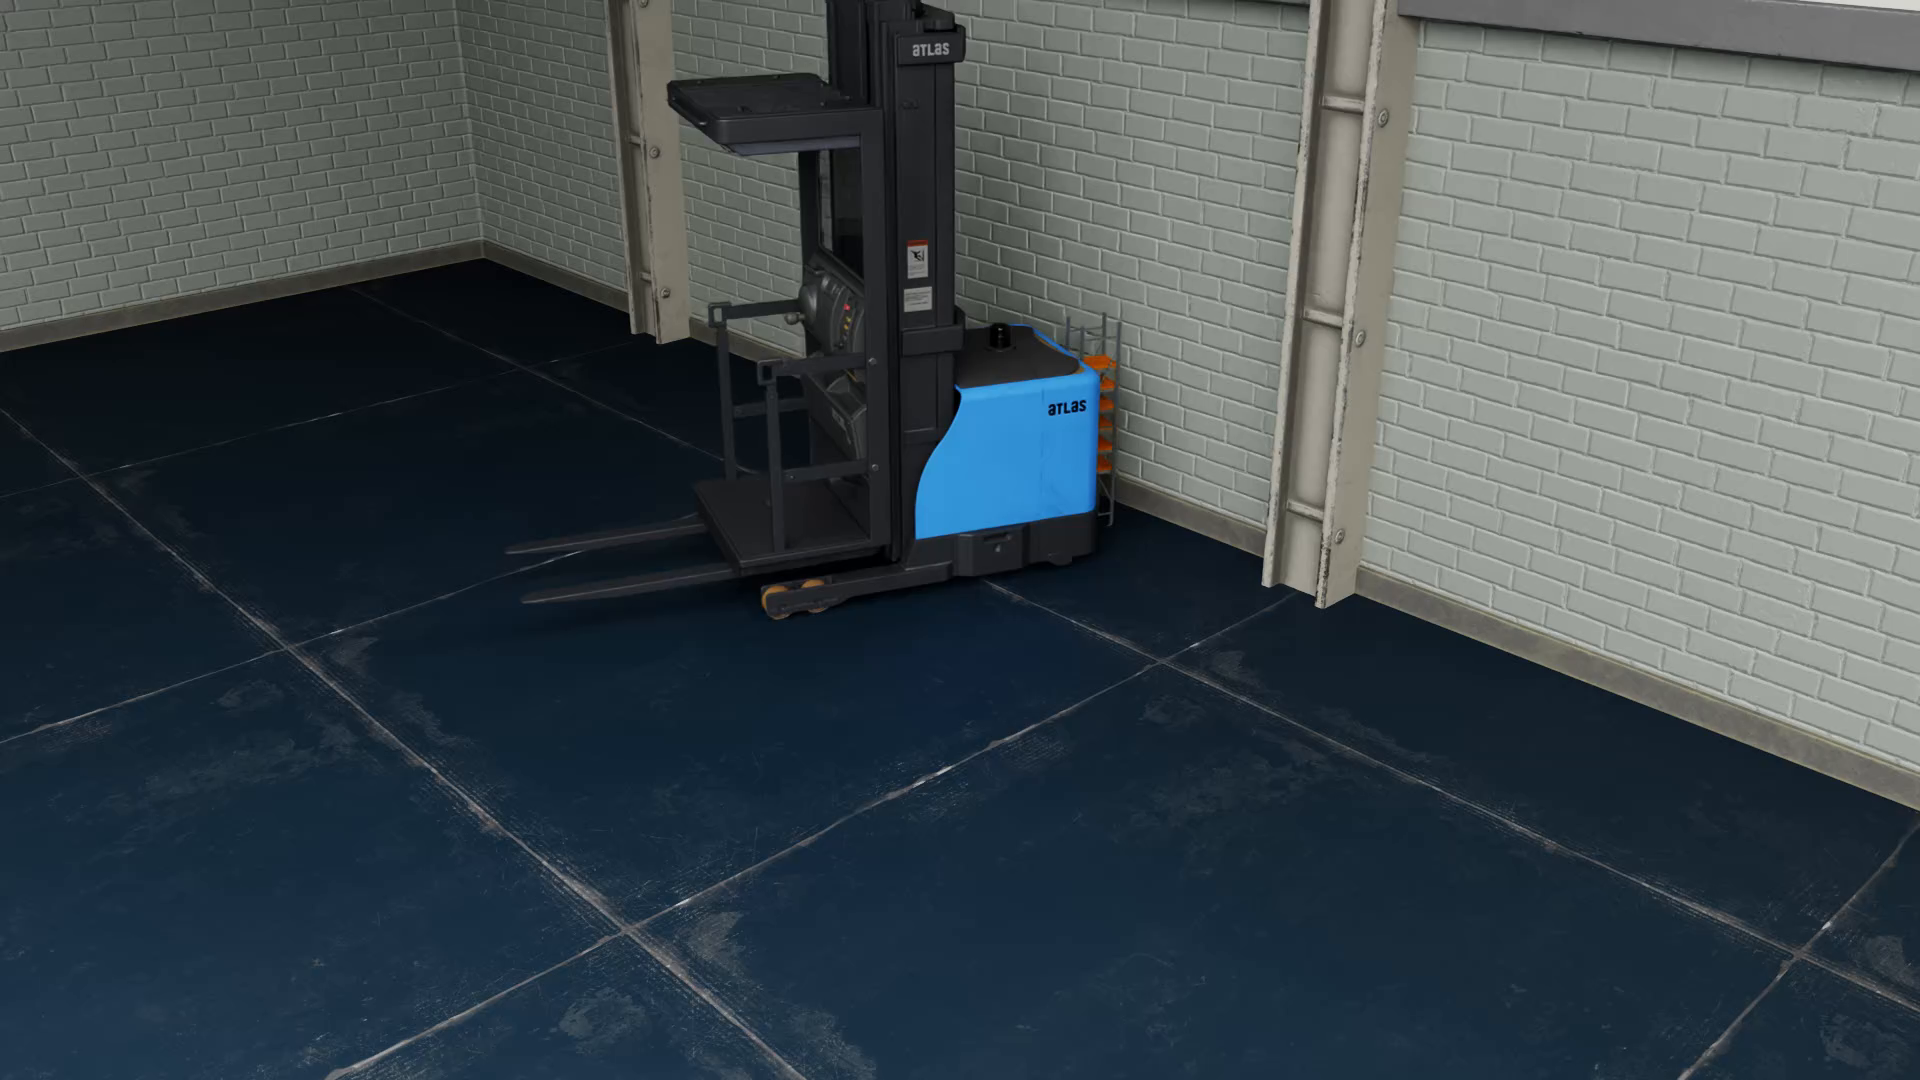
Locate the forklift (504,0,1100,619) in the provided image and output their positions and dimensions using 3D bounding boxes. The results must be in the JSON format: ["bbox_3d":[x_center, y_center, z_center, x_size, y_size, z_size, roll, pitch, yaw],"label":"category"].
[{"bbox_3d":[-0.830,-1.183,8.311,3.031,2.935,1.130,-9,26,-19],"label":"forklift"}]

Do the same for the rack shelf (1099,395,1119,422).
[{"bbox_3d":[0.721,-0.713,9.185,0.258,0.103,0.180,-9,26,-19],"label":"rack shelf"}]

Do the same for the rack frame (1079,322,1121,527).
[{"bbox_3d":[0.754,-0.609,9.138,0.240,1.200,0.006,-9,26,-19],"label":"rack frame"}]

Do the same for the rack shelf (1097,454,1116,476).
[{"bbox_3d":[0.721,-0.385,9.334,0.258,0.103,0.180,-9,26,-19],"label":"rack shelf"}]

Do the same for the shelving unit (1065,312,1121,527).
[{"bbox_3d":[0.721,-0.644,9.216,0.258,1.200,0.189,-9,26,-19],"label":"shelving unit"}]

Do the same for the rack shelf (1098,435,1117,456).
[{"bbox_3d":[0.721,-0.495,9.284,0.258,0.103,0.180,-9,26,-19],"label":"rack shelf"}]

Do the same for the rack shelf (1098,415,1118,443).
[{"bbox_3d":[0.721,-0.604,9.235,0.258,0.103,0.180,-9,26,-19],"label":"rack shelf"}]

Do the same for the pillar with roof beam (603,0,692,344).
[{"bbox_3d":[-5.415,-4.442,8.145,9.100,9.000,0.400,-21,32,-38],"label":"pillar with roof beam"}]

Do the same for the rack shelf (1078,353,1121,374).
[{"bbox_3d":[0.721,-0.931,9.085,0.258,0.103,0.180,-9,26,-19],"label":"rack shelf"}]

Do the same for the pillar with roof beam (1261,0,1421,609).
[{"bbox_3d":[-1.314,-2.624,4.161,9.100,9.000,0.400,-21,32,-38],"label":"pillar with roof beam"}]

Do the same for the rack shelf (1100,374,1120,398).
[{"bbox_3d":[0.721,-0.822,9.135,0.258,0.103,0.180,-9,26,-19],"label":"rack shelf"}]

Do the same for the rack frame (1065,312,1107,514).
[{"bbox_3d":[0.688,-0.680,9.294,0.240,1.200,0.006,-9,26,-19],"label":"rack frame"}]
